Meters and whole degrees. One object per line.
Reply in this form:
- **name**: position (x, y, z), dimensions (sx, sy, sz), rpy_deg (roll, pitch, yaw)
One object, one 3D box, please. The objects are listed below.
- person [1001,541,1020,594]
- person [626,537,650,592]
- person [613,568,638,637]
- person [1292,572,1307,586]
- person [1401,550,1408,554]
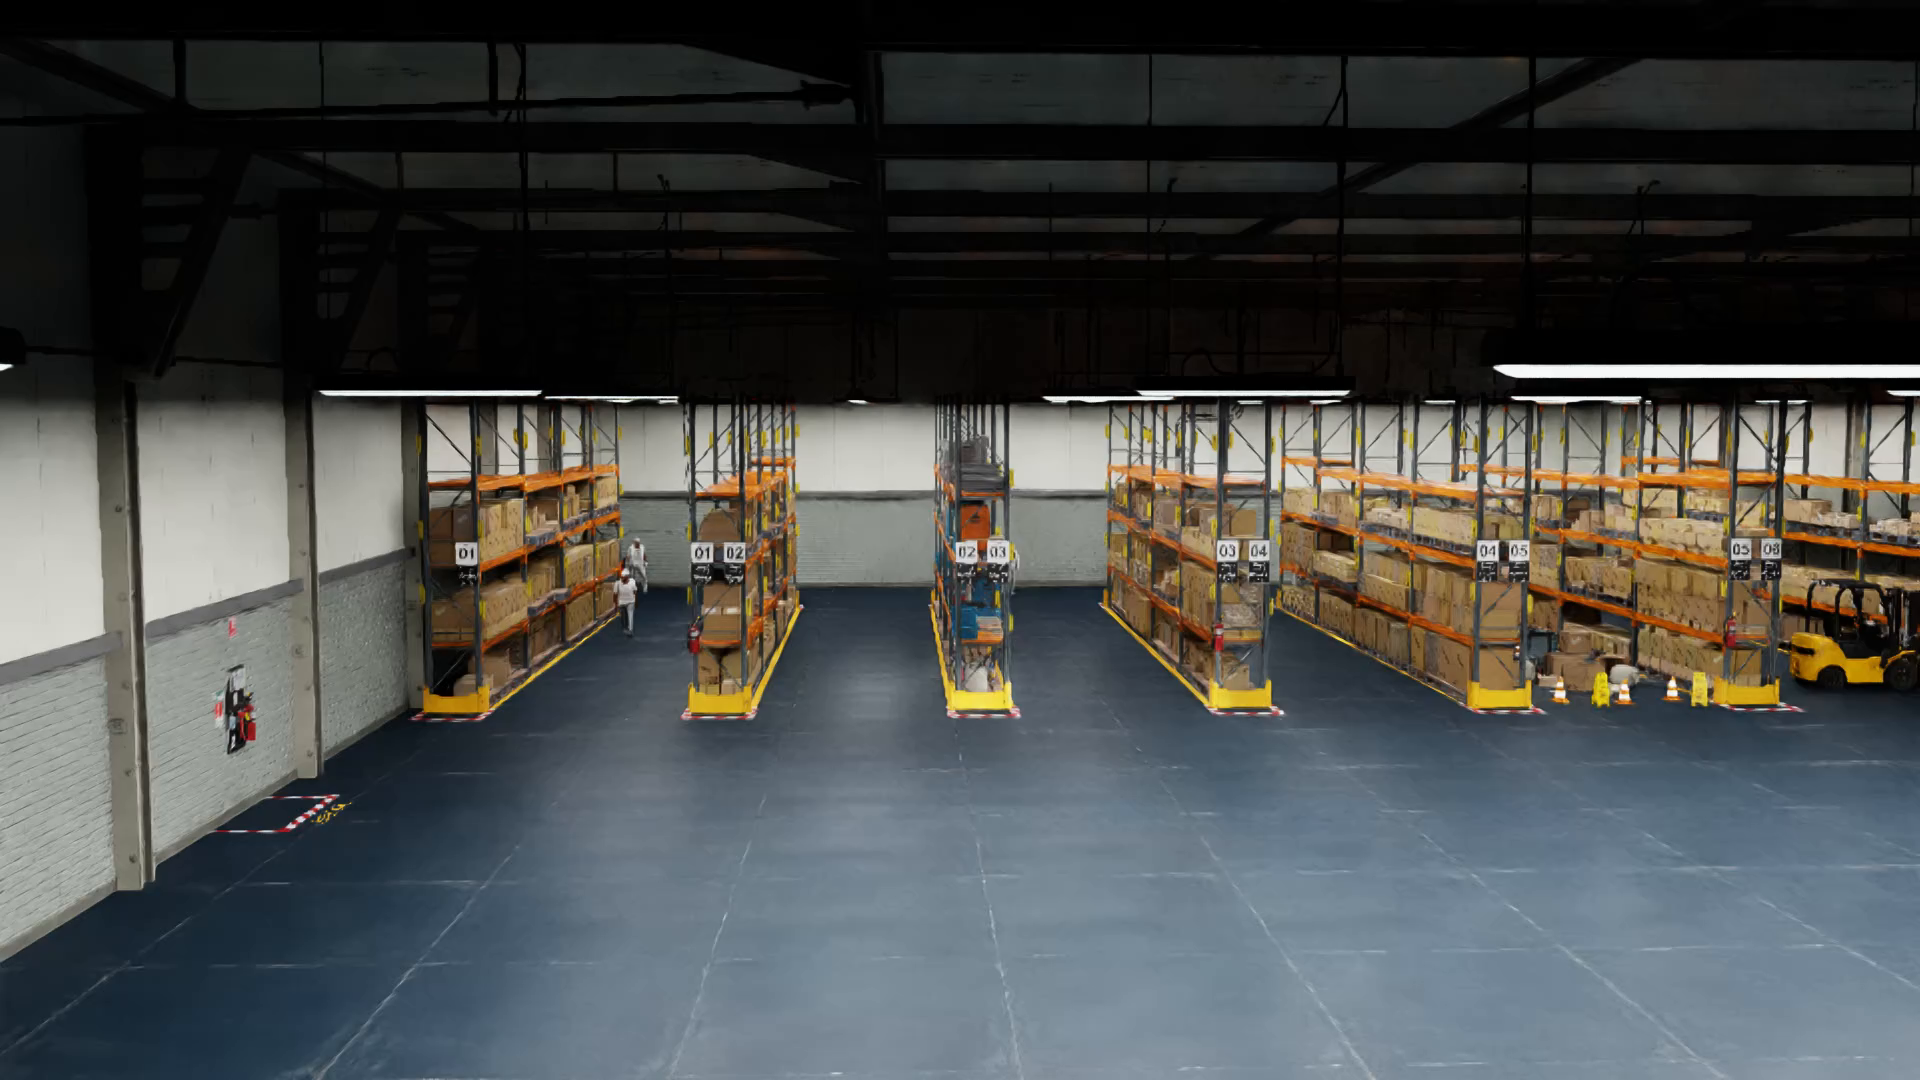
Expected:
- **person**: position (1.523, 0.840, 50.911), dimensions (0.639, 1.632, 0.496), rpy_deg (0, 5, -5)
- **person**: position (-9.957, 0.756, 51.249), dimensions (0.692, 1.722, 0.846), rpy_deg (-2, 5, -19)
- **person**: position (-8.338, 1.545, 41.424), dimensions (0.582, 1.685, 1.113), rpy_deg (0, 5, -4)
- **person**: position (10.588, 0.769, 51.761), dimensions (0.482, 1.621, 0.949), rpy_deg (2, 5, 21)
- **person**: position (12.460, 1.125, 46.681), dimensions (0.573, 1.722, 0.707), rpy_deg (0, 5, 3)
